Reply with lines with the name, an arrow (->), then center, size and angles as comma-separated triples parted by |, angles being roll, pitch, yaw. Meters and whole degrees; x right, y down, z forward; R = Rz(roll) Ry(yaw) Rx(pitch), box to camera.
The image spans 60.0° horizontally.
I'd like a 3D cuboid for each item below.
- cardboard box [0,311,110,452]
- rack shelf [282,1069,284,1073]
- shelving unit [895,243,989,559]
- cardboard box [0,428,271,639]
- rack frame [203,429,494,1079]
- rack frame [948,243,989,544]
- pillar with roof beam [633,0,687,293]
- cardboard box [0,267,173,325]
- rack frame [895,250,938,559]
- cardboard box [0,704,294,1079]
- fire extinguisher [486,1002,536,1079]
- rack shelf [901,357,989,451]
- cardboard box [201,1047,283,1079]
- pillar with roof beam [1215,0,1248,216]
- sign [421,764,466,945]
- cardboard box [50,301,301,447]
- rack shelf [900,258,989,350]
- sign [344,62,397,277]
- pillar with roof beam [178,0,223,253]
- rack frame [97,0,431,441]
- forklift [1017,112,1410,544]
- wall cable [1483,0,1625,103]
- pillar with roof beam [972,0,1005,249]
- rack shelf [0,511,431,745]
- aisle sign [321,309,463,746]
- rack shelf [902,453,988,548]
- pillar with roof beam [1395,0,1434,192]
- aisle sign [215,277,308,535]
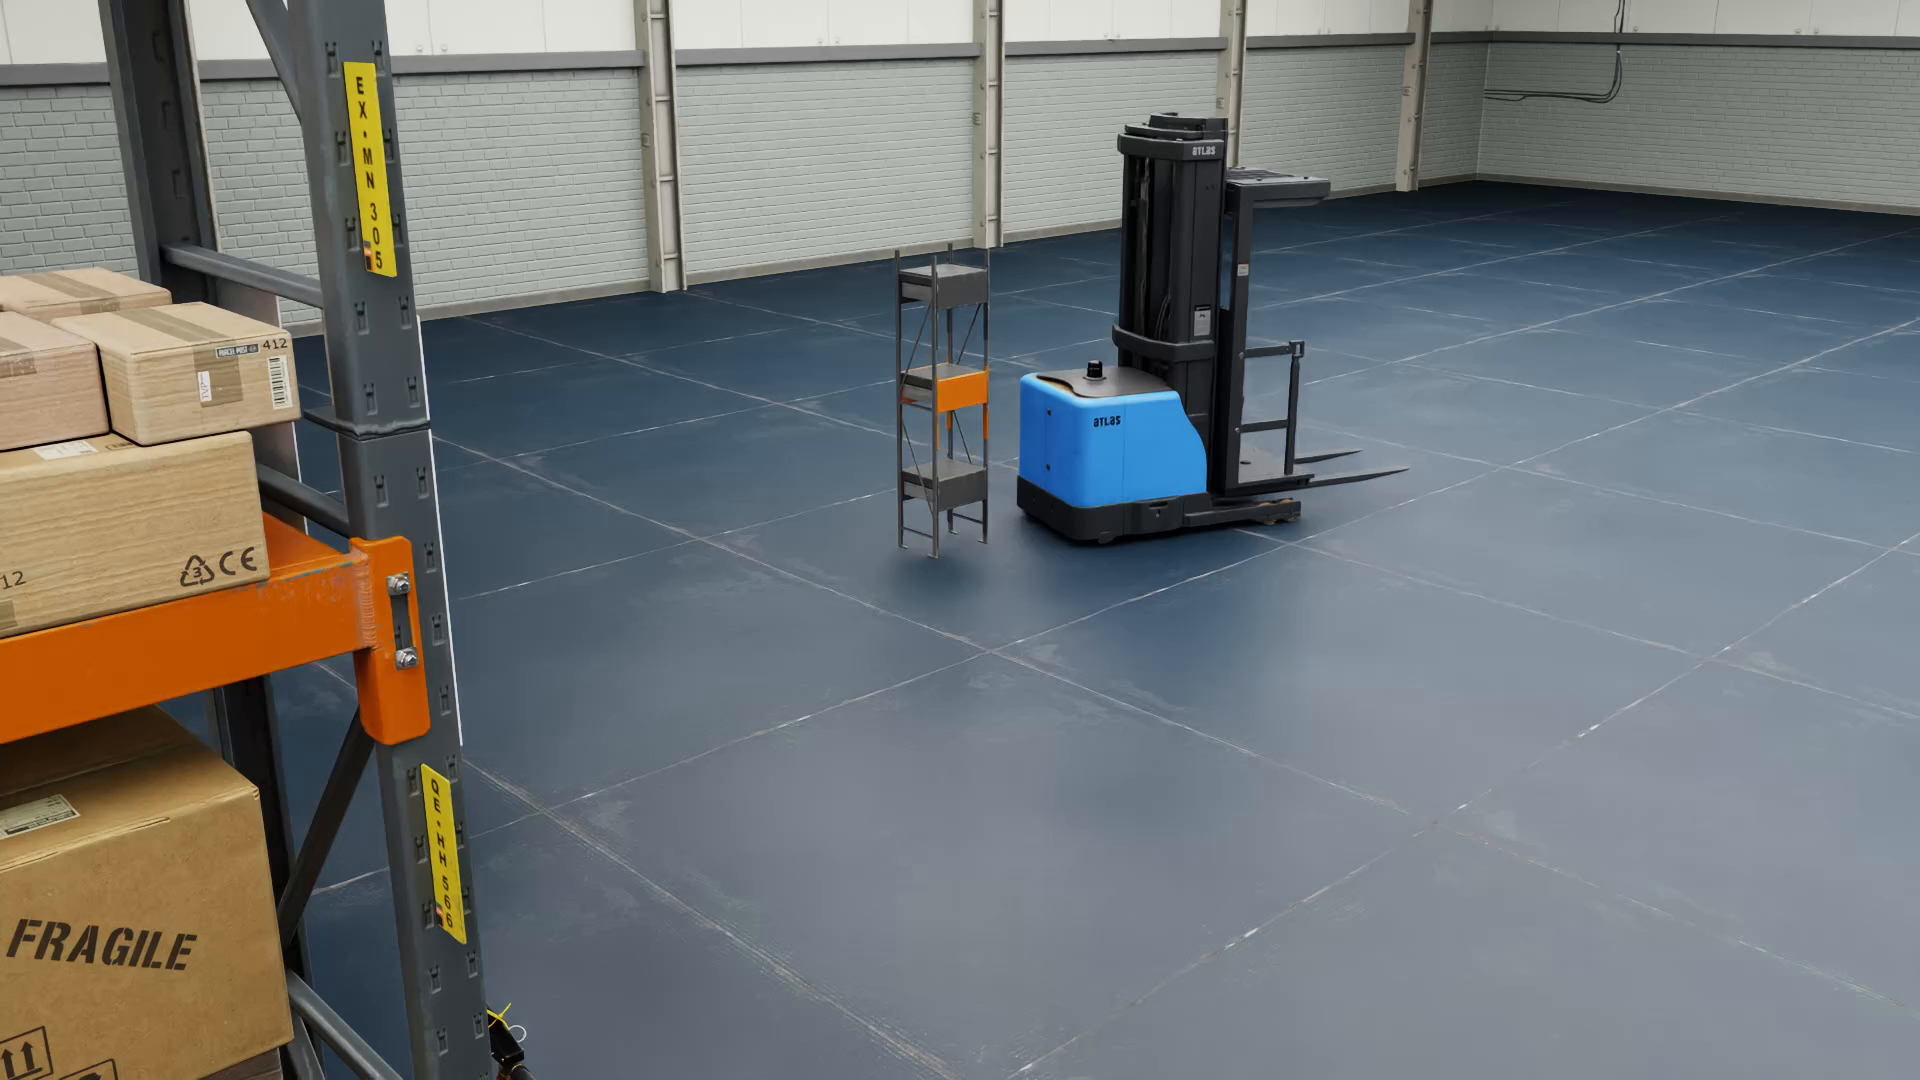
cardboard box -> -1.551, -0.250, 2.624 | 0.380, 0.149, 0.250 | 17, 25, 42
rack shelf -> -2.748, 1.904, 2.415 | 4.000, 0.370, 1.077 | -16, 24, -41
shelving unit -> -0.120, -0.964, 11.553 | 0.503, 2.100, 0.431 | -16, 24, -41
cardboard box -> -1.470, -0.058, 2.681 | 0.500, 0.250, 0.500 | -16, 24, -40
rack frame -> -1.294, 1.138, 3.611 | 0.127, 3.000, 1.000 | -16, 24, -41
rack frame -> 0.057, -1.015, 11.712 | 0.015, 2.100, 0.400 | -16, 24, -41
pillar with roof beam -> -0.964, -6.681, 17.999 | 0.400, 9.000, 9.100 | -16, 24, -41
cardboard box -> -1.653, -0.401, 3.090 | 0.250, 0.149, 0.380 | -16, 24, -41
rack frame -> -0.298, -0.912, 11.393 | 0.015, 2.100, 0.400 | -16, 24, -41
cardboard box -> -1.524, 0.645, 2.866 | 0.500, 0.500, 0.500 | -16, 24, -41
fire extinguisher -> -0.895, 1.254, 3.380 | 0.183, 0.674, 0.296 | -16, 24, -41
rack shelf -> -0.120, -0.951, 11.557 | 0.480, 0.518, 0.431 | -16, 24, -41
cardboard box -> -1.713, 1.059, 3.210 | 0.500, 0.500, 0.875 | -16, 24, -41
pillar with roof beam -> 7.755, -9.223, 25.842 | 0.400, 9.000, 9.100 | -16, 24, -41
sign -> -0.928, 0.565, 2.987 | 0.005, 0.325, 0.100 | -16, 24, -41
cardboard box -> -1.282, -0.278, 2.713 | 0.250, 0.149, 0.380 | -16, 24, -41
rack shelf -> -0.120, -1.617, 11.341 | 0.480, 0.518, 0.431 | -16, 24, -41
sign -> -0.928, -0.581, 2.615 | 0.005, 0.325, 0.100 | -16, 24, -41
pillar with roof beam -> -5.324, -5.409, 14.078 | 0.400, 9.000, 9.100 | -16, 24, -41
rack frame -> -1.294, -1.716, 2.686 | 0.127, 3.000, 1.000 | -16, 24, -41
forklift -> 1.994, -1.647, 12.312 | 3.031, 2.935, 1.130 | -8, 19, -22
wall cable -> 12.206, -10.310, 34.229 | 0.112, 2.526, 3.097 | -16, 24, -41
pillar with roof beam -> 3.396, -7.952, 21.921 | 0.400, 9.000, 9.100 | -16, 24, -41
rack shelf -> -2.748, 0.477, 1.953 | 4.000, 0.370, 1.077 | -16, 24, -41
aisle sign -> -1.043, -0.045, 3.044 | 0.004, 0.787, 0.394 | -16, 24, -41
rack shelf -> -0.120, -0.285, 11.773 | 0.480, 0.518, 0.431 | -16, 24, -41
pillar with roof beam -> 12.115, -10.495, 29.763 | 0.400, 9.000, 9.100 | -16, 24, -41
aisle sign -> -1.455, -0.179, 3.458 | 0.004, 0.787, 0.394 | -16, 24, -41
